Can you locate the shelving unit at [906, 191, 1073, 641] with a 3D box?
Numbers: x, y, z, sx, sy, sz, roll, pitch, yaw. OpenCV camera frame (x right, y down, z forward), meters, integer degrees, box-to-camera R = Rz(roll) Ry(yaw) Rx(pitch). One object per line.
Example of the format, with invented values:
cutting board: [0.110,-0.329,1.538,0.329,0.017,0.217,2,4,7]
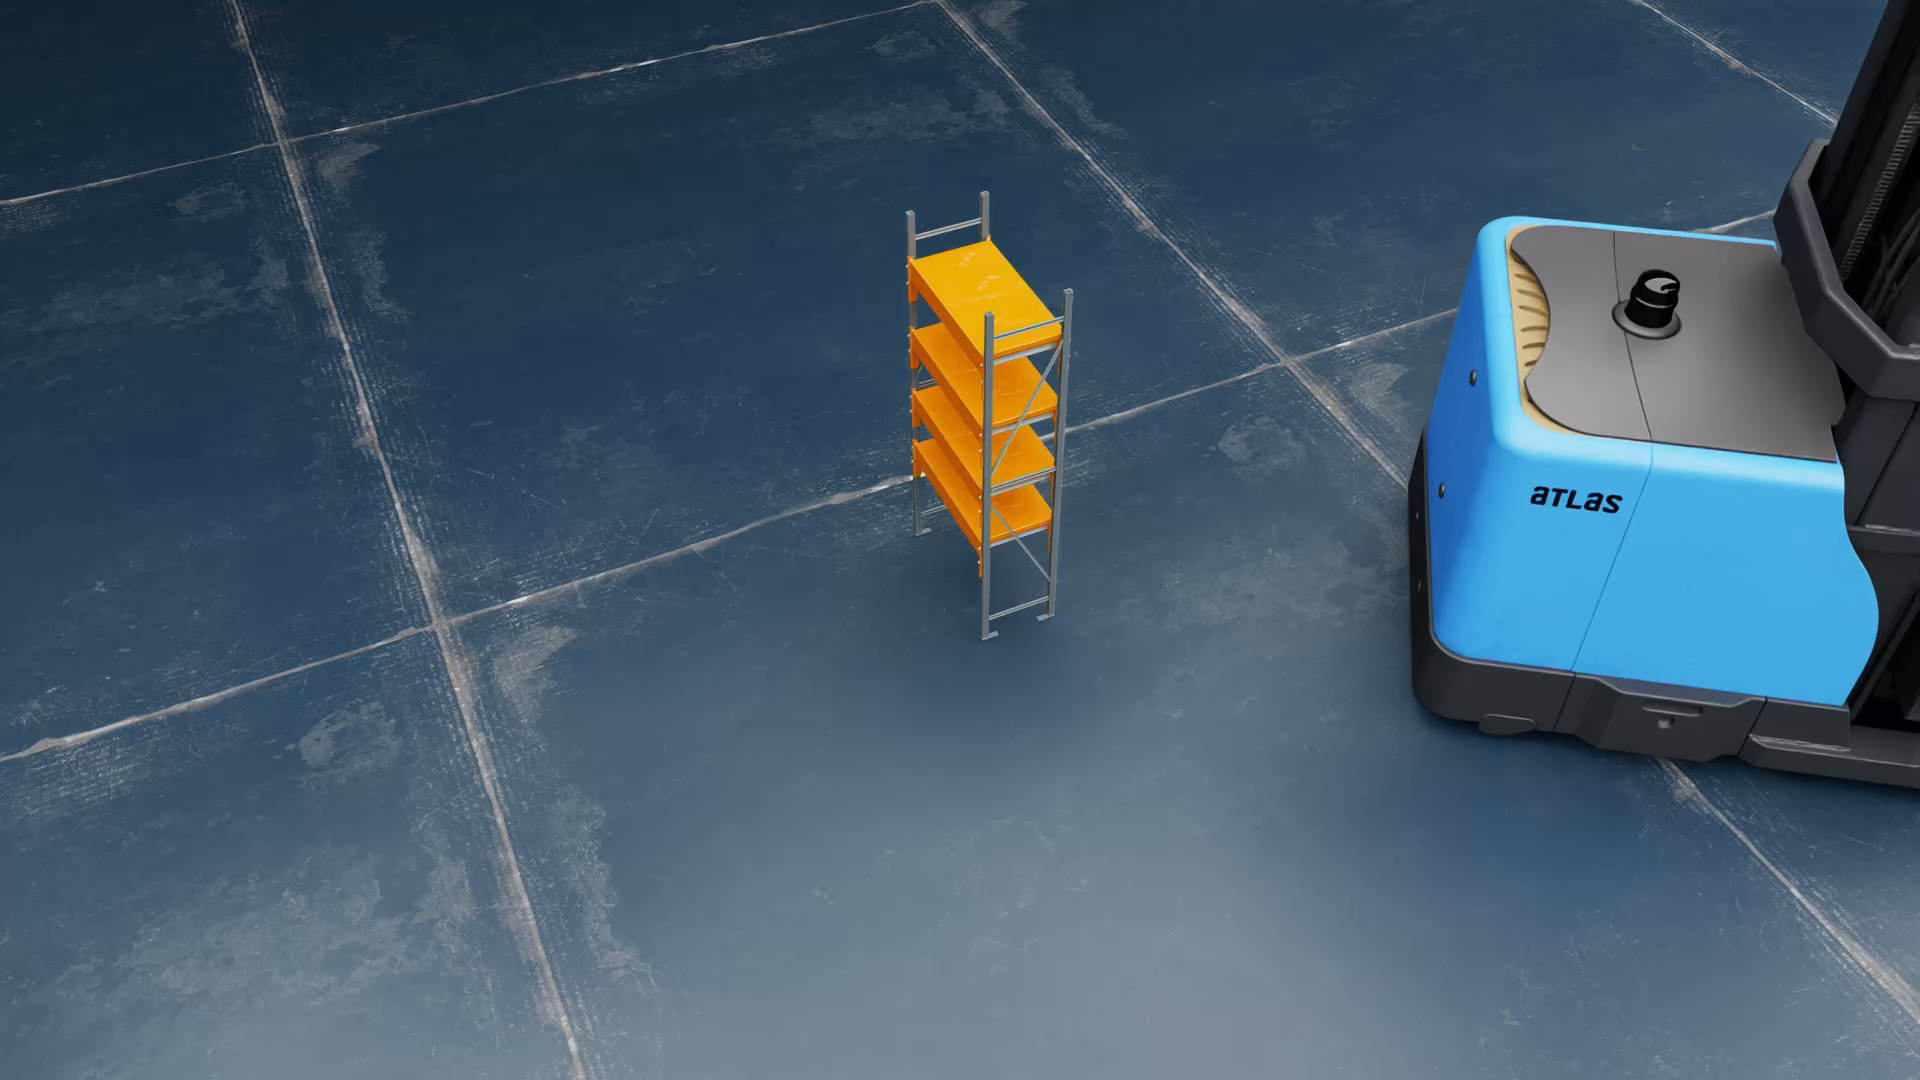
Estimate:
shelving unit: [0.070,-0.322,4.722,0.258,1.200,0.503,-18,47,-17]

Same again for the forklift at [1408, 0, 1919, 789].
forklift: [2.852,-0.684,3.856,3.031,2.935,1.130,7,45,7]

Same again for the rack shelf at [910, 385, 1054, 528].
rack shelf: [0.070,-0.274,4.769,0.258,0.148,0.480,-18,47,-17]

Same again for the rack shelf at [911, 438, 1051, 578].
rack shelf: [0.070,-0.132,4.908,0.258,0.148,0.480,-18,47,-17]

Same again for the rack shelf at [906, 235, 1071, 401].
rack shelf: [0.070,-0.601,4.446,0.258,0.148,0.480,-18,47,-17]

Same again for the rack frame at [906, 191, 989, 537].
rack frame: [-0.033,-0.477,4.879,0.240,1.200,0.015,-18,47,-17]

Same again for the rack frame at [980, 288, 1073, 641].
rack frame: [0.172,-0.166,4.564,0.240,1.200,0.015,-18,47,-17]

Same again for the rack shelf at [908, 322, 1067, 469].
rack shelf: [0.070,-0.433,4.612,0.258,0.148,0.480,-18,47,-17]
